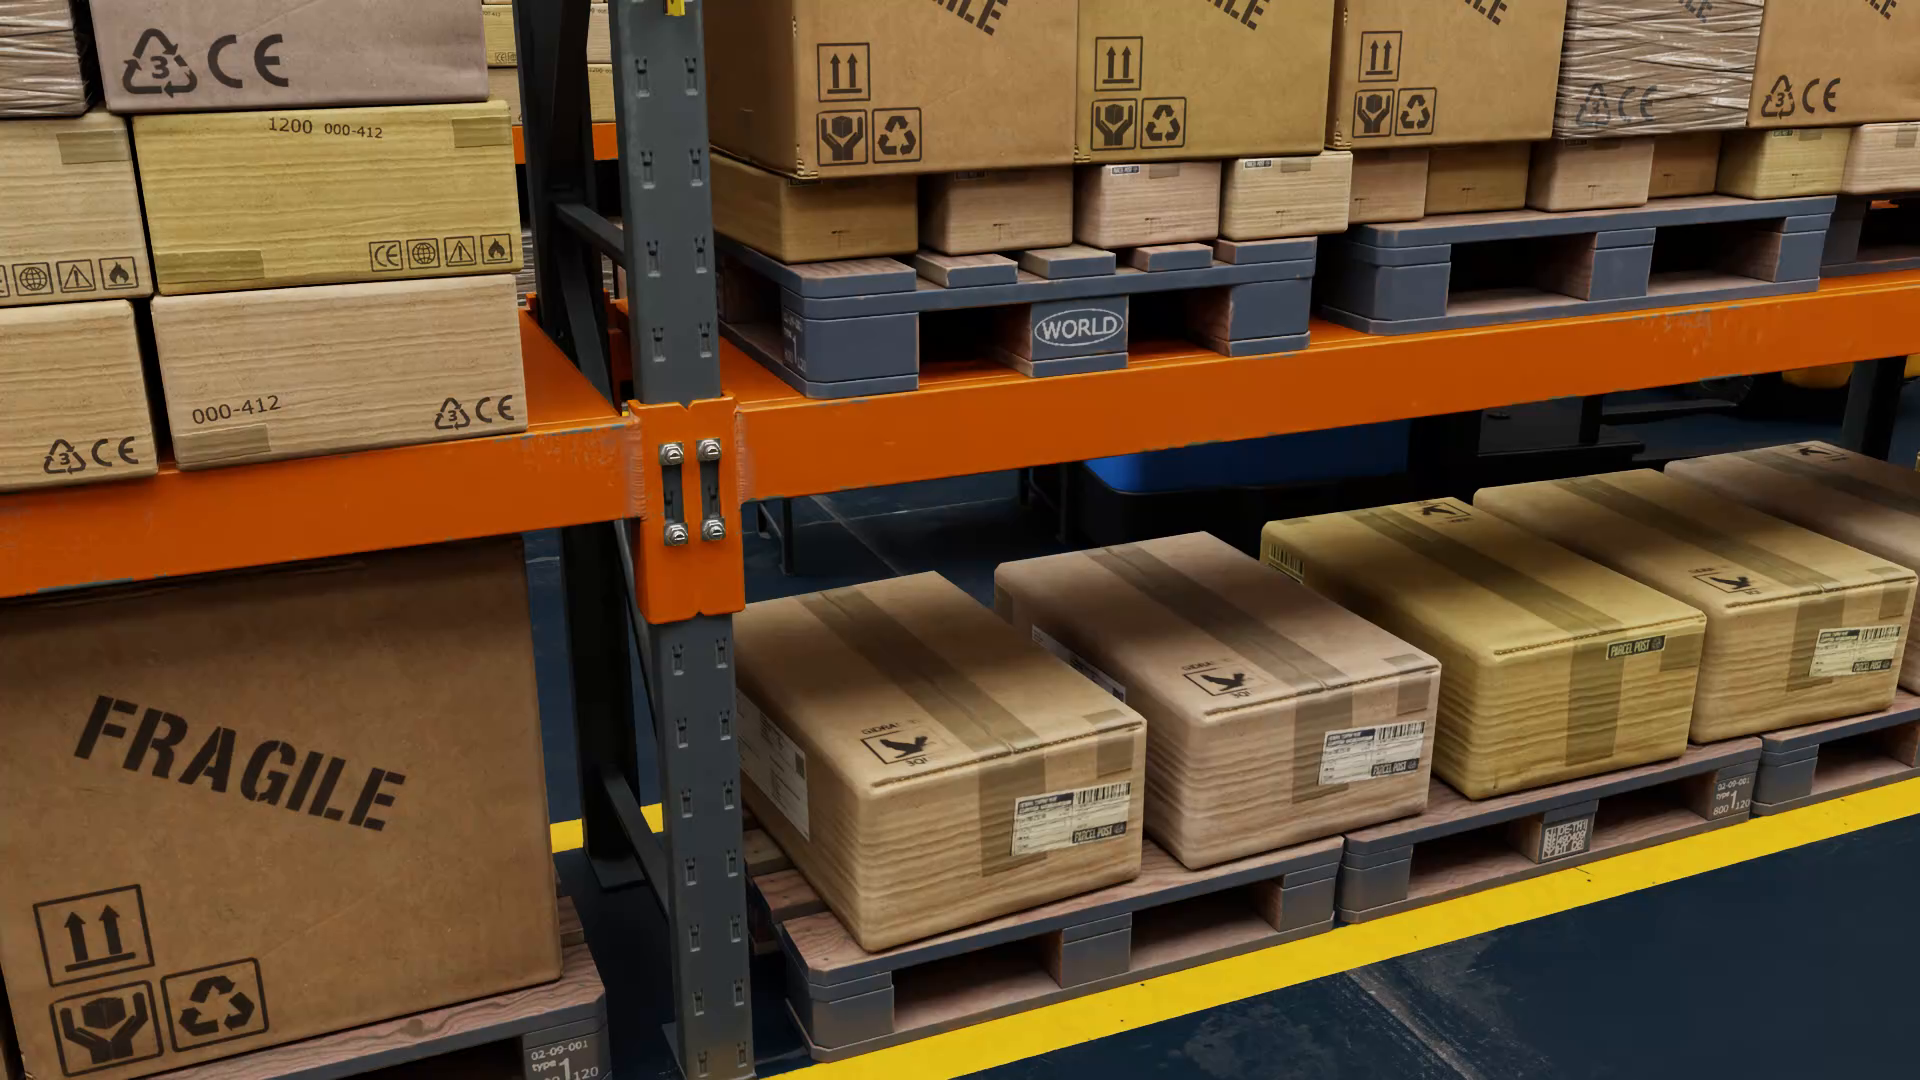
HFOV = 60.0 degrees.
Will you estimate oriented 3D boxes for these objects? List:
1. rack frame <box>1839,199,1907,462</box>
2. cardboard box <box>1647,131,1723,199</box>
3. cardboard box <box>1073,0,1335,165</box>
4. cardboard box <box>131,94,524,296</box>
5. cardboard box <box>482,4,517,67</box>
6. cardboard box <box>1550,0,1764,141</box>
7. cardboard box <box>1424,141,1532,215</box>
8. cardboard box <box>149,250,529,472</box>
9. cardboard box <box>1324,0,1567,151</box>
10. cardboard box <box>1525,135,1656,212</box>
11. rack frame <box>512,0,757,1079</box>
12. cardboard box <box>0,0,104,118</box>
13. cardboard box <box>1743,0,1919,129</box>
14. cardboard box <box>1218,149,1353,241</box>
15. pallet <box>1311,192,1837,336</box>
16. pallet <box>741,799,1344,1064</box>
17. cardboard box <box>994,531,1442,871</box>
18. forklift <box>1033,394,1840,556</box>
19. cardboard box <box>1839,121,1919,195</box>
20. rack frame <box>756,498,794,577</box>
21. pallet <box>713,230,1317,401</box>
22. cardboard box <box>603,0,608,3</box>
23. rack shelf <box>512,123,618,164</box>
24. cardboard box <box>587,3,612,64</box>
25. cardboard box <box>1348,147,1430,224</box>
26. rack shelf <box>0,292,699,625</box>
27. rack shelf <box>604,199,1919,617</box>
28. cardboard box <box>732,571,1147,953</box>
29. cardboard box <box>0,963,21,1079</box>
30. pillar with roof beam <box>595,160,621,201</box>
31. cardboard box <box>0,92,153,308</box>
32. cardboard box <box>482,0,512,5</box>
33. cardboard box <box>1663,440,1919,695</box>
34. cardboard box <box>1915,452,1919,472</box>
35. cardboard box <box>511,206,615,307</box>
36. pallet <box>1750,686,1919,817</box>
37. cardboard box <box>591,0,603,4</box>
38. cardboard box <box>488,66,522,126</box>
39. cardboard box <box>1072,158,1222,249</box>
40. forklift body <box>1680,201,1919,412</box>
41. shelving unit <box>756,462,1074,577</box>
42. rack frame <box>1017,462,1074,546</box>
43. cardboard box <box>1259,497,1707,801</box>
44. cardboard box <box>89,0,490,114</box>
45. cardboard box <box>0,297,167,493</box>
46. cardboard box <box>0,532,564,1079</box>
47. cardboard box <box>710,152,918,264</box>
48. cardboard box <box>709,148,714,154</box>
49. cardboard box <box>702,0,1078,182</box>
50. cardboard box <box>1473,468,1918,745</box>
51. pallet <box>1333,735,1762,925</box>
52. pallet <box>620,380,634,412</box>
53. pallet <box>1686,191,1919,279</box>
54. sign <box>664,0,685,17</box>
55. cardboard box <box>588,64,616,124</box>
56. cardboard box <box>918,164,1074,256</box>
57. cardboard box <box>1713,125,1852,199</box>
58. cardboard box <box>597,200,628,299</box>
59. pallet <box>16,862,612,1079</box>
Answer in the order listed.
[{"bbox_3d":[3.034,-1.066,4.534,0.127,3.000,1.000,-8,21,-22],"label":"rack frame"},{"bbox_3d":[1.446,-0.861,3.696,0.250,0.149,0.380,-9,21,-24],"label":"cardboard box"},{"bbox_3d":[0.342,-0.985,3.072,0.500,0.500,0.500,-7,21,-19],"label":"cardboard box"},{"bbox_3d":[-0.983,-0.564,2.580,0.500,0.250,0.500,-8,21,-22],"label":"cardboard box"},{"bbox_3d":[-2.094,-2.194,7.211,0.500,0.250,0.500,-8,21,-22],"label":"cardboard box"},{"bbox_3d":[1.289,-1.120,3.456,0.500,0.500,0.500,-9,21,-24],"label":"cardboard box"},{"bbox_3d":[0.971,-0.789,3.492,0.250,0.149,0.380,-7,21,-20],"label":"cardboard box"},{"bbox_3d":[-1.000,-0.324,2.650,0.500,0.250,0.500,-9,21,-24],"label":"cardboard box"},{"bbox_3d":[0.827,-1.057,3.276,0.500,0.500,0.500,-8,21,-21],"label":"cardboard box"},{"bbox_3d":[1.237,-0.803,3.533,0.250,0.149,0.380,-7,21,-20],"label":"cardboard box"},{"bbox_3d":[-0.639,-0.540,3.039,0.127,3.000,1.000,-8,21,-22],"label":"rack frame"},{"bbox_3d":[-1.477,-0.841,2.238,0.500,0.500,0.500,-8,21,-21],"label":"cardboard box"},{"bbox_3d":[1.770,-1.189,3.653,0.500,0.500,0.500,-7,21,-20],"label":"cardboard box"},{"bbox_3d":[0.537,-0.684,3.195,0.250,0.149,0.380,-8,21,-22],"label":"cardboard box"},{"bbox_3d":[1.163,-0.722,3.846,1.213,0.211,1.003,-8,21,-22],"label":"pallet"},{"bbox_3d":[0.080,0.673,3.793,1.213,0.211,1.003,-8,21,-22],"label":"pallet"},{"bbox_3d":[0.559,0.331,3.891,0.625,0.372,0.950,-9,21,-23],"label":"cardboard box"},{"bbox_3d":[1.857,-1.525,5.941,3.031,2.935,1.130,-5,20,-13],"label":"forklift"},{"bbox_3d":[1.967,-0.885,3.765,0.250,0.149,0.380,-8,21,-21],"label":"cardboard box"},{"bbox_3d":[-0.657,-0.662,5.645,0.032,1.500,0.500,-6,20,-17],"label":"rack frame"},{"bbox_3d":[-0.026,-0.576,3.430,1.003,0.211,1.213,-8,21,-22],"label":"pallet"},{"bbox_3d":[-1.493,-2.474,7.404,0.250,0.149,0.380,-8,21,-21],"label":"cardboard box"},{"bbox_3d":[-0.772,-1.977,8.203,4.000,0.370,1.077,-8,21,-22],"label":"rack shelf"},{"bbox_3d":[-1.644,-2.268,7.419,0.500,0.250,0.500,-7,21,-20],"label":"cardboard box"},{"bbox_3d":[0.727,-0.740,3.353,0.250,0.149,0.380,-7,21,-19],"label":"cardboard box"},{"bbox_3d":[-2.475,0.062,2.411,4.000,0.370,1.077,-8,21,-22],"label":"rack shelf"},{"bbox_3d":[1.198,-0.464,3.906,4.000,0.370,1.077,-8,21,-22],"label":"rack shelf"},{"bbox_3d":[-0.116,0.430,3.608,0.625,0.372,0.950,-10,22,-26],"label":"cardboard box"},{"bbox_3d":[-2.126,0.446,2.807,0.875,0.875,0.875,-8,21,-21],"label":"cardboard box"},{"bbox_3d":[-0.063,-4.016,3.880,0.400,9.000,9.100,-8,21,-22],"label":"pillar with roof beam"},{"bbox_3d":[-1.452,-0.495,2.385,0.500,0.250,0.500,-9,21,-23],"label":"cardboard box"},{"bbox_3d":[-1.954,-2.394,7.177,0.250,0.149,0.380,-8,21,-21],"label":"cardboard box"},{"bbox_3d":[2.554,0.045,4.702,0.625,0.372,0.950,-8,21,-21],"label":"cardboard box"},{"bbox_3d":[3.471,-0.127,5.374,0.500,0.250,0.500,-7,21,-19],"label":"cardboard box"},{"bbox_3d":[-2.030,-1.209,7.883,0.625,0.625,0.875,-7,21,-20],"label":"cardboard box"},{"bbox_3d":[2.320,0.352,4.705,1.213,0.211,1.003,-8,21,-22],"label":"pallet"},{"bbox_3d":[-1.728,-2.436,7.295,0.250,0.149,0.380,-8,21,-20],"label":"cardboard box"},{"bbox_3d":[-2.104,-1.966,7.316,0.500,0.250,0.500,-8,21,-22],"label":"cardboard box"},{"bbox_3d":[0.276,-0.655,3.110,0.250,0.149,0.380,-10,22,-25],"label":"cardboard box"},{"bbox_3d":[3.719,-1.899,8.178,1.214,2.155,2.313,-8,21,-22],"label":"forklift body"},{"bbox_3d":[-0.173,-0.714,5.792,1.048,1.500,0.538,-6,20,-17],"label":"shelving unit"},{"bbox_3d":[0.311,-0.766,5.938,0.032,1.500,0.500,-6,20,-17],"label":"rack frame"},{"bbox_3d":[1.257,0.233,4.169,0.625,0.372,0.950,-7,21,-20],"label":"cardboard box"},{"bbox_3d":[-1.010,-0.911,2.437,0.500,0.500,0.500,-9,21,-23],"label":"cardboard box"},{"bbox_3d":[-1.463,-0.252,2.446,0.500,0.250,0.500,-8,21,-21],"label":"cardboard box"},{"bbox_3d":[-1.306,0.330,3.136,0.875,0.875,0.875,-8,21,-22],"label":"cardboard box"},{"bbox_3d":[-0.266,-0.606,2.972,0.250,0.149,0.380,-9,22,-25],"label":"cardboard box"},{"bbox_3d":[-0.431,-0.734,3.337,0.250,0.149,0.380,-7,21,-20],"label":"cardboard box"},{"bbox_3d":[-0.134,-0.914,2.871,0.500,0.500,0.500,-9,21,-23],"label":"cardboard box"},{"bbox_3d":[1.895,0.141,4.431,0.625,0.372,0.950,-7,21,-19],"label":"cardboard box"},{"bbox_3d":[1.198,0.514,4.245,1.213,0.211,1.003,-8,21,-22],"label":"pallet"},{"bbox_3d":[-1.837,-0.834,8.074,1.213,0.211,1.003,-8,21,-22],"label":"pallet"},{"bbox_3d":[2.275,-0.920,4.406,1.213,0.211,1.003,-8,21,-22],"label":"pallet"},{"bbox_3d":[-0.416,-0.917,2.367,0.005,0.325,0.100,-8,21,-22],"label":"sign"},{"bbox_3d":[-1.640,-2.031,7.499,0.500,0.250,0.500,-9,21,-23],"label":"cardboard box"},{"bbox_3d":[0.006,-0.633,3.048,0.250,0.149,0.380,-10,22,-25],"label":"cardboard box"},{"bbox_3d":[1.729,-0.864,3.706,0.250,0.149,0.380,-8,21,-22],"label":"cardboard box"},{"bbox_3d":[-1.433,-1.297,8.134,0.625,0.625,0.875,-7,21,-20],"label":"cardboard box"},{"bbox_3d":[-1.392,0.856,3.273,1.213,0.211,1.003,-8,21,-22],"label":"pallet"}]
